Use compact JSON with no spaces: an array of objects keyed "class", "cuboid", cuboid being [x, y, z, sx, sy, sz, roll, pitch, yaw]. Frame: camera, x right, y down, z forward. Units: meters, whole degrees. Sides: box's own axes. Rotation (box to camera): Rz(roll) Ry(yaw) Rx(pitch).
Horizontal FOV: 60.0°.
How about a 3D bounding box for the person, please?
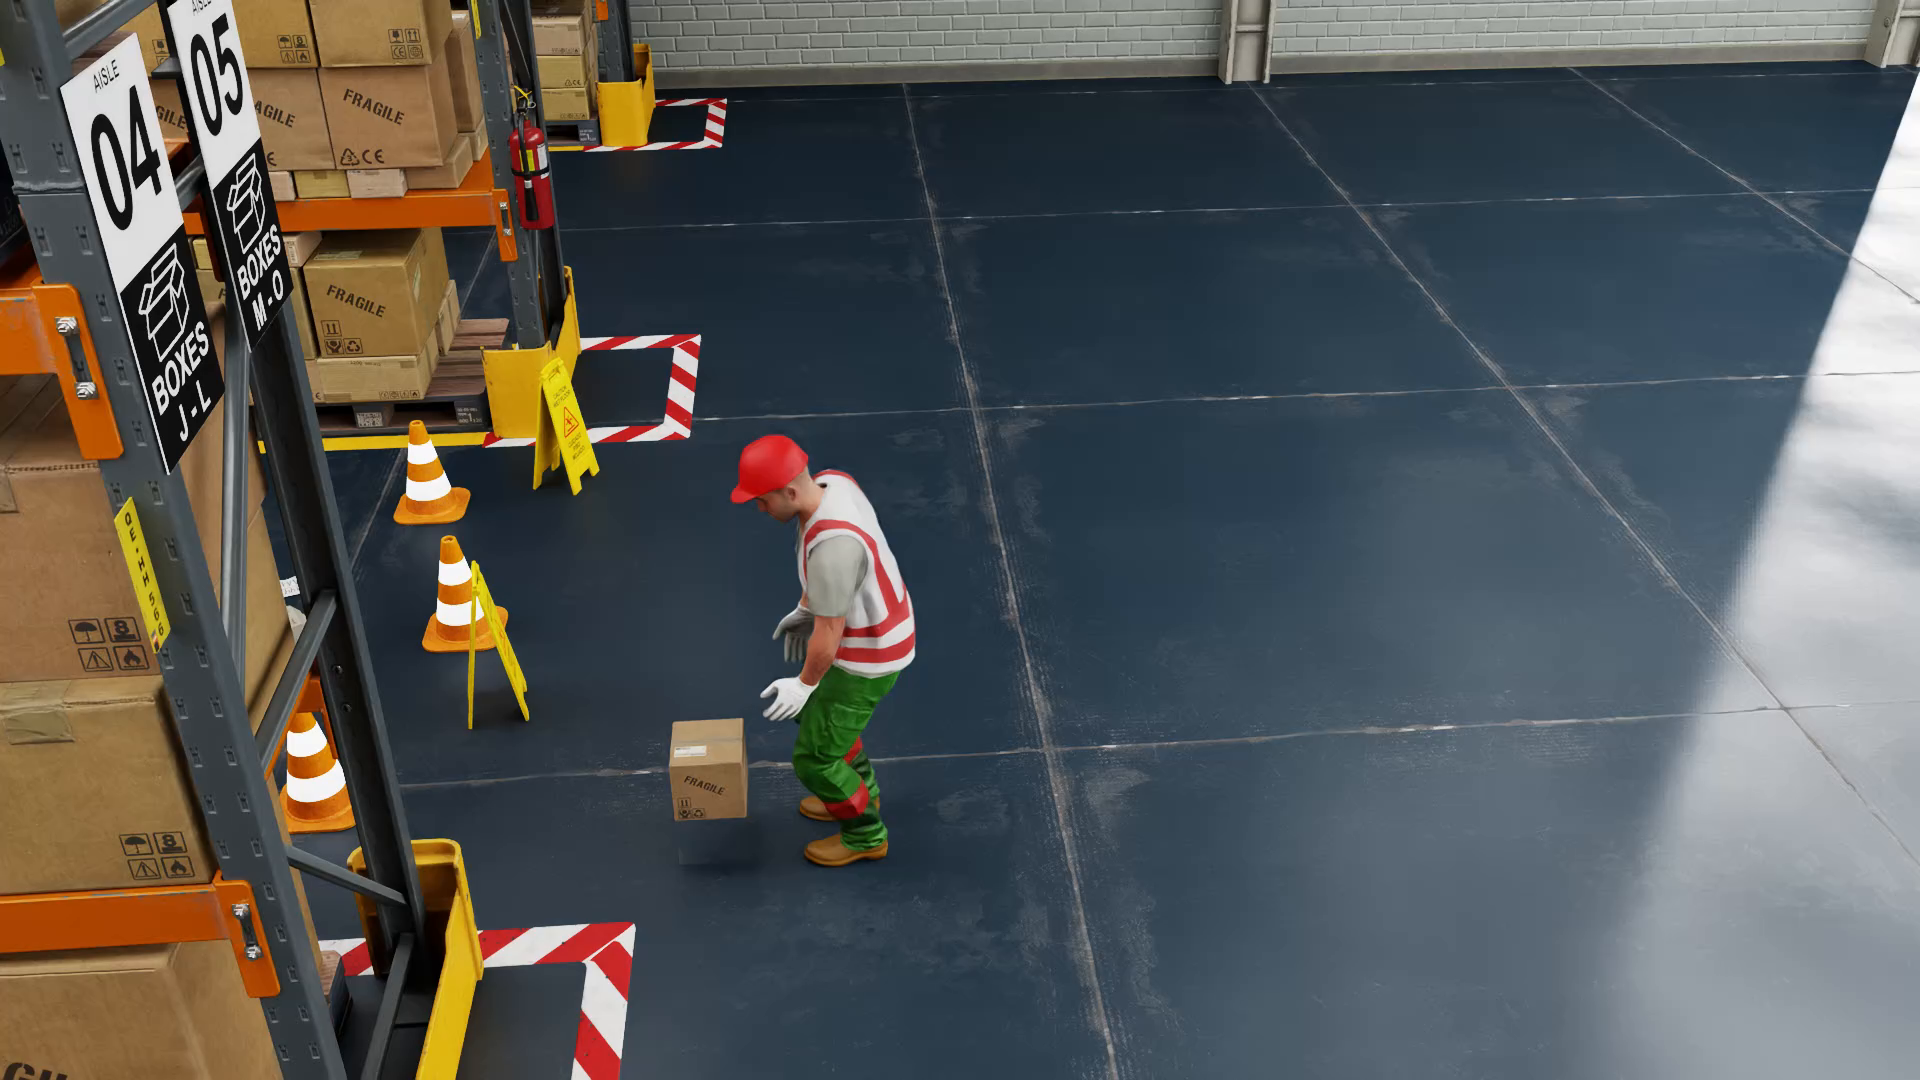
[{"class":"person","cuboid":[-0.438,0.381,5.612,0.580,1.647,0.564,-2,31,-4]}]
